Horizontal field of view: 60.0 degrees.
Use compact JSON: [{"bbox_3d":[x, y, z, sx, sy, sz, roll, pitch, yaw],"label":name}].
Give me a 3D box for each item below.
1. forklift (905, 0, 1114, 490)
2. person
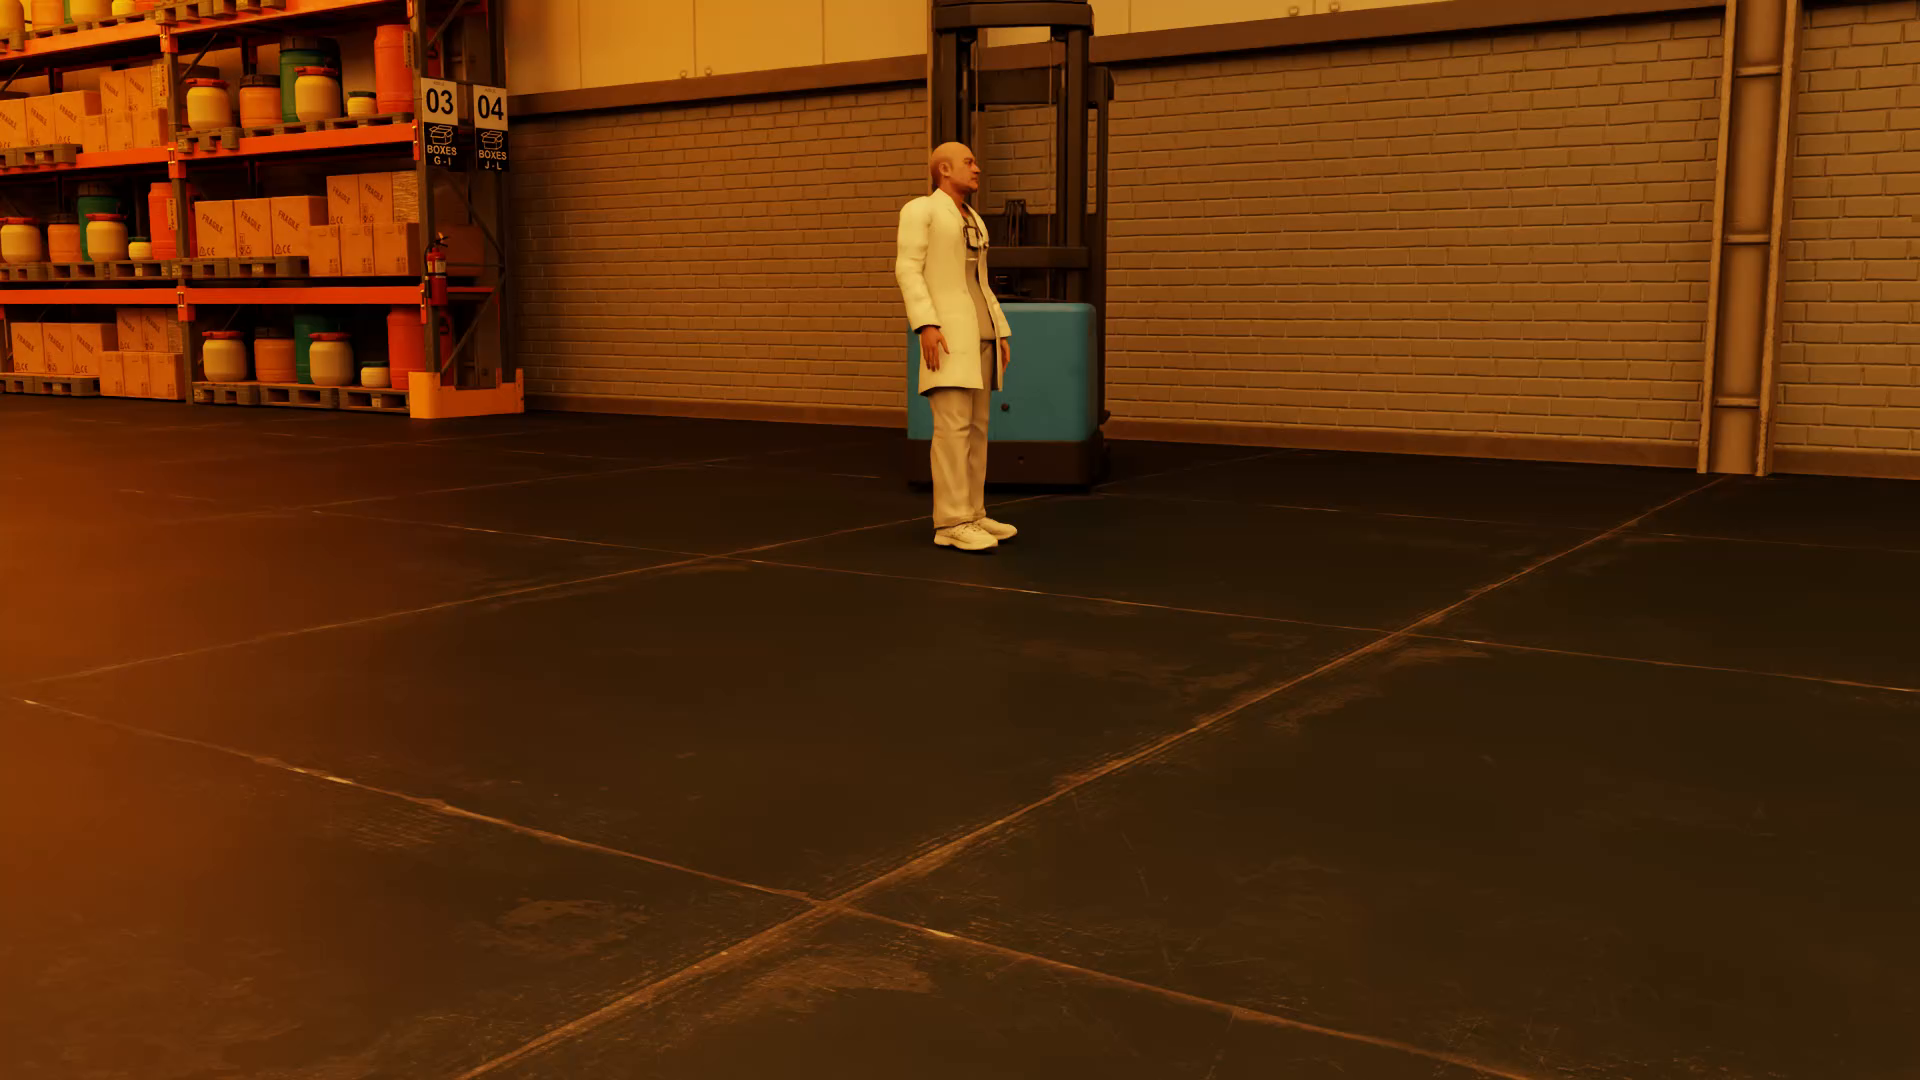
[{"bbox_3d":[0.405,-1.908,10.608,1.130,2.935,3.031,1,8,8],"label":"forklift"},{"bbox_3d":[0.073,-0.879,7.419,0.576,1.776,0.688,5,10,34],"label":"person"}]
